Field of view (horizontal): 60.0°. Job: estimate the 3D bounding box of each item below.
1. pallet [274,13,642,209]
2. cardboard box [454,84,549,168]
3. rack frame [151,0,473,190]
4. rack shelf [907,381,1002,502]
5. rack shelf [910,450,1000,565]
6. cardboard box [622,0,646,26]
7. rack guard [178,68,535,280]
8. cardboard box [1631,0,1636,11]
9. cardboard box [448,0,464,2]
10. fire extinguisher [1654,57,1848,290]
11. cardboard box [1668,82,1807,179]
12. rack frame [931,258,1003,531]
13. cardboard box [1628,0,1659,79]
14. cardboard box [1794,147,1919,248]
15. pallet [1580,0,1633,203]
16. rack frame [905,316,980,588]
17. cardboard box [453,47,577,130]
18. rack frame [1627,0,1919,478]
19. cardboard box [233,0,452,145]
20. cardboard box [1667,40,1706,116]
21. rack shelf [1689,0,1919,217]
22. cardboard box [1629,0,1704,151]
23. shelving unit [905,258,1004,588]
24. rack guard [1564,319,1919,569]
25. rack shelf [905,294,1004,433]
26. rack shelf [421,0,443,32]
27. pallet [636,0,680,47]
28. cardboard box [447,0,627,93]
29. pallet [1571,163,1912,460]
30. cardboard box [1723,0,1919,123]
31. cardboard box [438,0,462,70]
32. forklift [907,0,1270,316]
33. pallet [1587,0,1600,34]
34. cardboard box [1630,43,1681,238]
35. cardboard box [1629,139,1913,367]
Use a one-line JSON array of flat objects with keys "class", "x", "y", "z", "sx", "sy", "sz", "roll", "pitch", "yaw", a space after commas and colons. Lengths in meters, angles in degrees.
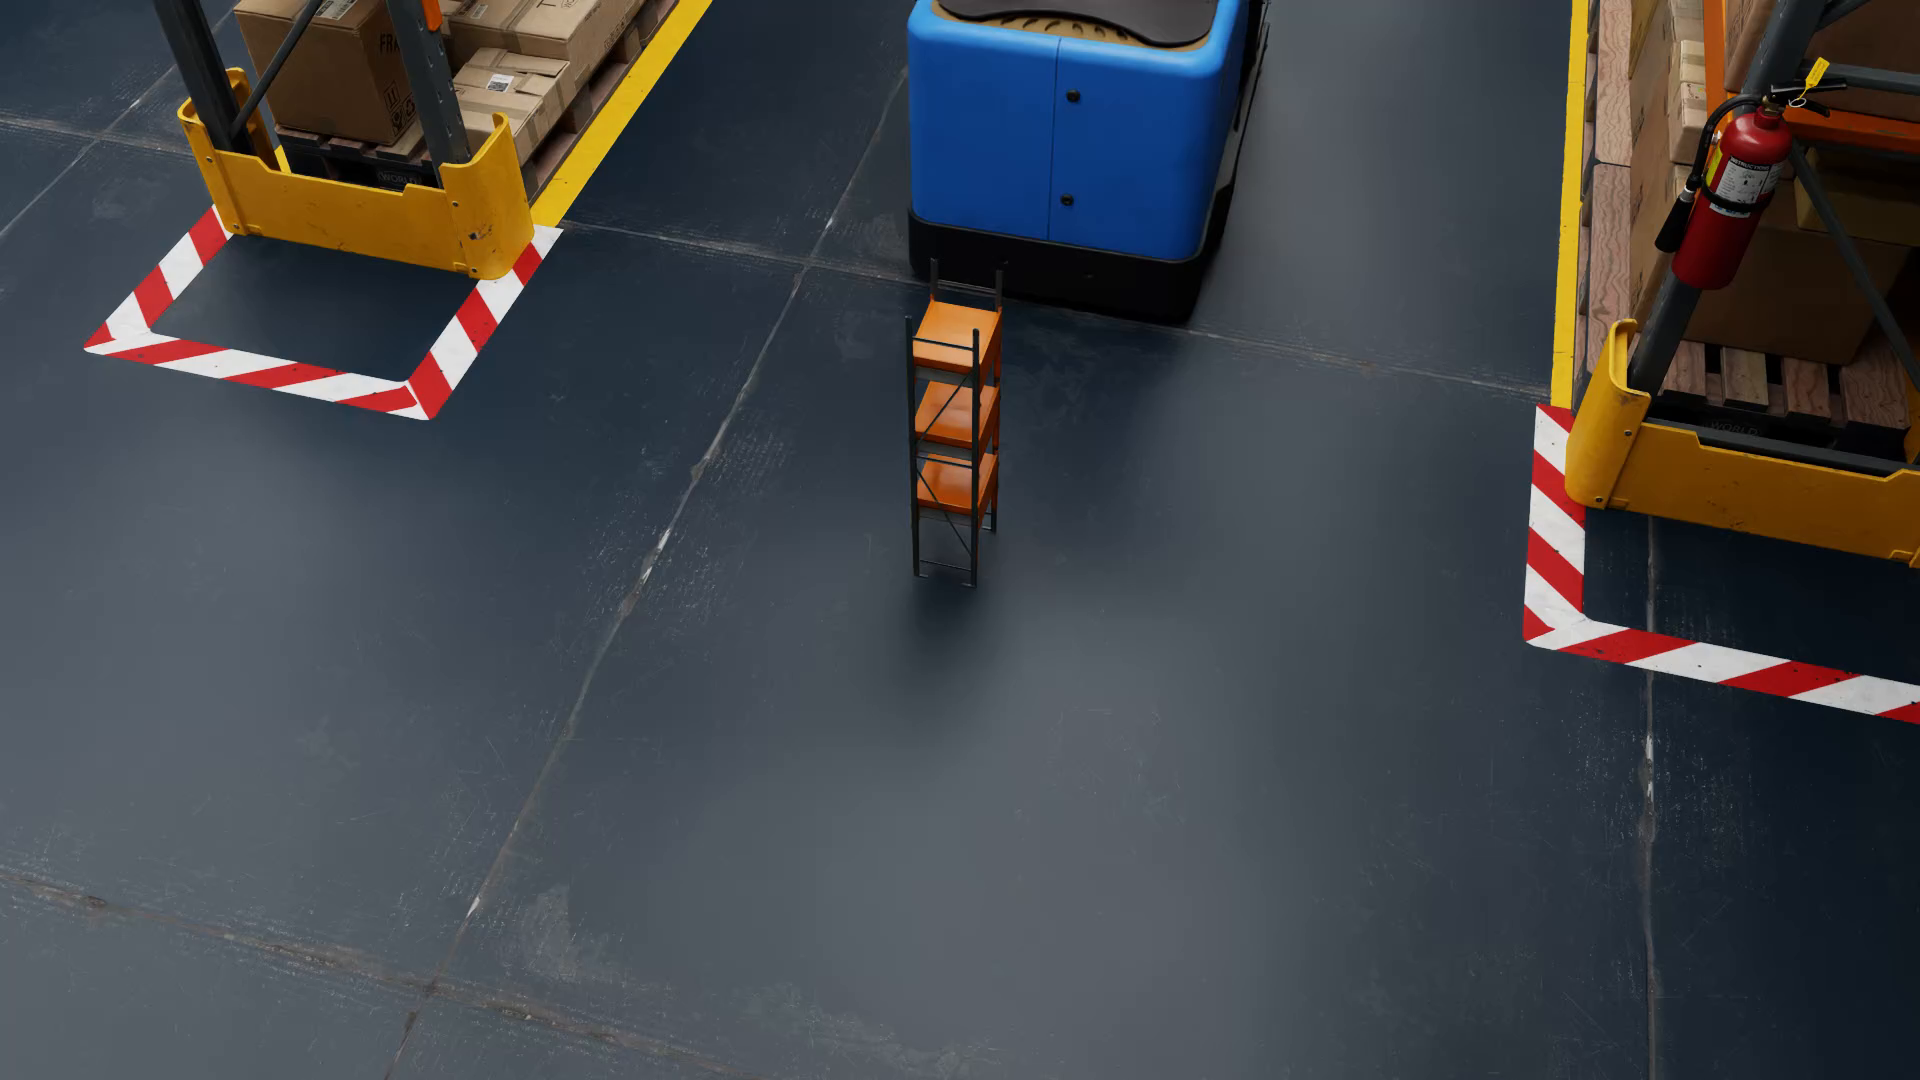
[{"class": "pallet", "x": -1.988, "y": -1.825, "z": 6.720, "sx": 1.003, "sy": 0.211, "sz": 1.213, "roll": 12, "pitch": 50, "yaw": 10}, {"class": "cardboard box", "x": -1.775, "y": -1.554, "z": 6.228, "sx": 0.380, "sy": 0.149, "sz": 0.250, "roll": 12, "pitch": 50, "yaw": 10}, {"class": "rack frame", "x": -2.217, "y": -2.116, "z": 5.117, "sx": 1.000, "sy": 3.000, "sz": 0.127, "roll": 12, "pitch": 50, "yaw": 10}, {"class": "rack shelf", "x": -0.014, "y": -0.302, "z": 4.830, "sx": 0.215, "sy": 0.259, "sz": 0.240, "roll": 12, "pitch": 50, "yaw": 10}, {"class": "rack shelf", "x": -0.014, "y": -0.118, "z": 5.039, "sx": 0.215, "sy": 0.259, "sz": 0.240, "roll": 12, "pitch": 50, "yaw": 10}, {"class": "cardboard box", "x": -1.537, "y": -2.413, "z": 6.919, "sx": 0.500, "sy": 0.250, "sz": 0.500, "roll": 12, "pitch": 50, "yaw": 10}, {"class": "rack guard", "x": -2.197, "y": -1.344, "z": 6.103, "sx": 1.175, "sy": 0.500, "sz": 0.348, "roll": 12, "pitch": 50, "yaw": 10}, {"class": "cardboard box", "x": 3.185, "y": -2.463, "z": 6.810, "sx": 0.700, "sy": 0.500, "sz": 0.500, "roll": 11, "pitch": 50, "yaw": 10}, {"class": "cardboard box", "x": -2.033, "y": -2.475, "z": 6.974, "sx": 0.500, "sy": 0.250, "sz": 0.500, "roll": 12, "pitch": 50, "yaw": 10}, {"class": "fire extinguisher", "x": 2.078, "y": -0.974, "z": 4.410, "sx": 0.296, "sy": 0.674, "sz": 0.183, "roll": 12, "pitch": 50, "yaw": 10}, {"class": "cardboard box", "x": 2.509, "y": -1.323, "z": 5.371, "sx": 0.380, "sy": 0.149, "sz": 0.250, "roll": 11, "pitch": 49, "yaw": 10}, {"class": "rack frame", "x": 0.018, "y": -0.397, "z": 4.900, "sx": 0.200, "sy": 1.050, "sz": 0.008, "roll": 12, "pitch": 50, "yaw": 10}, {"class": "cardboard box", "x": 3.047, "y": -2.092, "z": 6.483, "sx": 0.700, "sy": 0.500, "sz": 0.500, "roll": 13, "pitch": 50, "yaw": 11}, {"class": "cardboard box", "x": 2.811, "y": -1.064, "z": 5.143, "sx": 0.380, "sy": 0.149, "sz": 0.250, "roll": 12, "pitch": 50, "yaw": 10}, {"class": "pallet", "x": 3.021, "y": -1.692, "z": 6.603, "sx": 1.003, "sy": 0.211, "sz": 1.213, "roll": 12, "pitch": 50, "yaw": 10}, {"class": "rack frame", "x": -0.046, "y": -0.220, "z": 4.744, "sx": 0.200, "sy": 1.050, "sz": 0.008, "roll": 12, "pitch": 50, "yaw": 10}, {"class": "cardboard box", "x": -1.709, "y": -1.740, "z": 6.382, "sx": 0.380, "sy": 0.166, "sz": 0.250, "roll": 12, "pitch": 50, "yaw": 10}, {"class": "rack frame", "x": 2.563, "y": -1.141, "z": 4.257, "sx": 1.000, "sy": 3.000, "sz": 0.127, "roll": 12, "pitch": 50, "yaw": 10}, {"class": "cardboard box", "x": -2.312, "y": -1.877, "z": 6.279, "sx": 0.500, "sy": 0.500, "sz": 0.500, "roll": 12, "pitch": 50, "yaw": 10}, {"class": "cardboard box", "x": 2.575, "y": -1.508, "z": 5.535, "sx": 0.380, "sy": 0.149, "sz": 0.250, "roll": 13, "pitch": 50, "yaw": 11}, {"class": "rack shelf", "x": 3.089, "y": -2.350, "z": 5.803, "sx": 1.077, "sy": 0.370, "sz": 4.000, "roll": 12, "pitch": 50, "yaw": 10}, {"class": "cardboard box", "x": 2.914, "y": -1.705, "z": 6.141, "sx": 0.700, "sy": 0.500, "sz": 0.500, "roll": 10, "pitch": 49, "yaw": 9}, {"class": "shelving unit", "x": -0.014, "y": -0.309, "z": 4.822, "sx": 0.215, "sy": 1.050, "sz": 0.252, "roll": 12, "pitch": 50, "yaw": 10}, {"class": "rack guard", "x": 2.557, "y": -0.297, "z": 5.179, "sx": 1.175, "sy": 0.500, "sz": 0.348, "roll": 12, "pitch": 50, "yaw": 10}, {"class": "rack shelf", "x": -0.014, "y": -0.489, "z": 4.617, "sx": 0.215, "sy": 0.259, "sz": 0.240, "roll": 12, "pitch": 50, "yaw": 10}, {"class": "rack shelf", "x": -1.691, "y": -3.325, "z": 6.664, "sx": 1.077, "sy": 0.370, "sz": 4.000, "roll": 12, "pitch": 50, "yaw": 10}, {"class": "pallet", "x": -1.665, "y": -2.705, "z": 7.497, "sx": 1.003, "sy": 0.211, "sz": 1.213, "roll": 12, "pitch": 50, "yaw": 10}, {"class": "cardboard box", "x": -1.669, "y": -2.051, "z": 6.600, "sx": 0.500, "sy": 0.250, "sz": 0.500, "roll": 12, "pitch": 50, "yaw": 10}, {"class": "pallet", "x": 2.698, "y": -0.812, "z": 5.826, "sx": 1.003, "sy": 0.211, "sz": 1.213, "roll": 12, "pitch": 50, "yaw": 10}, {"class": "cardboard box", "x": 2.688, "y": -1.612, "z": 4.472, "sx": 0.980, "sy": 0.700, "sz": 0.700, "roll": 14, "pitch": 50, "yaw": 12}, {"class": "cardboard box", "x": -2.118, "y": -2.041, "z": 6.647, "sx": 0.380, "sy": 0.166, "sz": 0.250, "roll": 12, "pitch": 50, "yaw": 10}, {"class": "forklift", "x": 0.675, "y": -2.889, "z": 5.845, "sx": 1.130, "sy": 2.935, "sz": 3.031, "roll": 11, "pitch": 49, "yaw": 9}, {"class": "pallet", "x": 3.340, "y": -2.577, "z": 7.384, "sx": 1.003, "sy": 0.211, "sz": 1.213, "roll": 12, "pitch": 50, "yaw": 10}, {"class": "cardboard box", "x": 2.782, "y": -1.341, "z": 5.820, "sx": 0.700, "sy": 0.500, "sz": 0.500, "roll": 11, "pitch": 50, "yaw": 10}, {"class": "cardboard box", "x": 2.651, "y": -0.979, "z": 5.501, "sx": 0.700, "sy": 0.500, "sz": 0.500, "roll": 12, "pitch": 50, "yaw": 10}]
